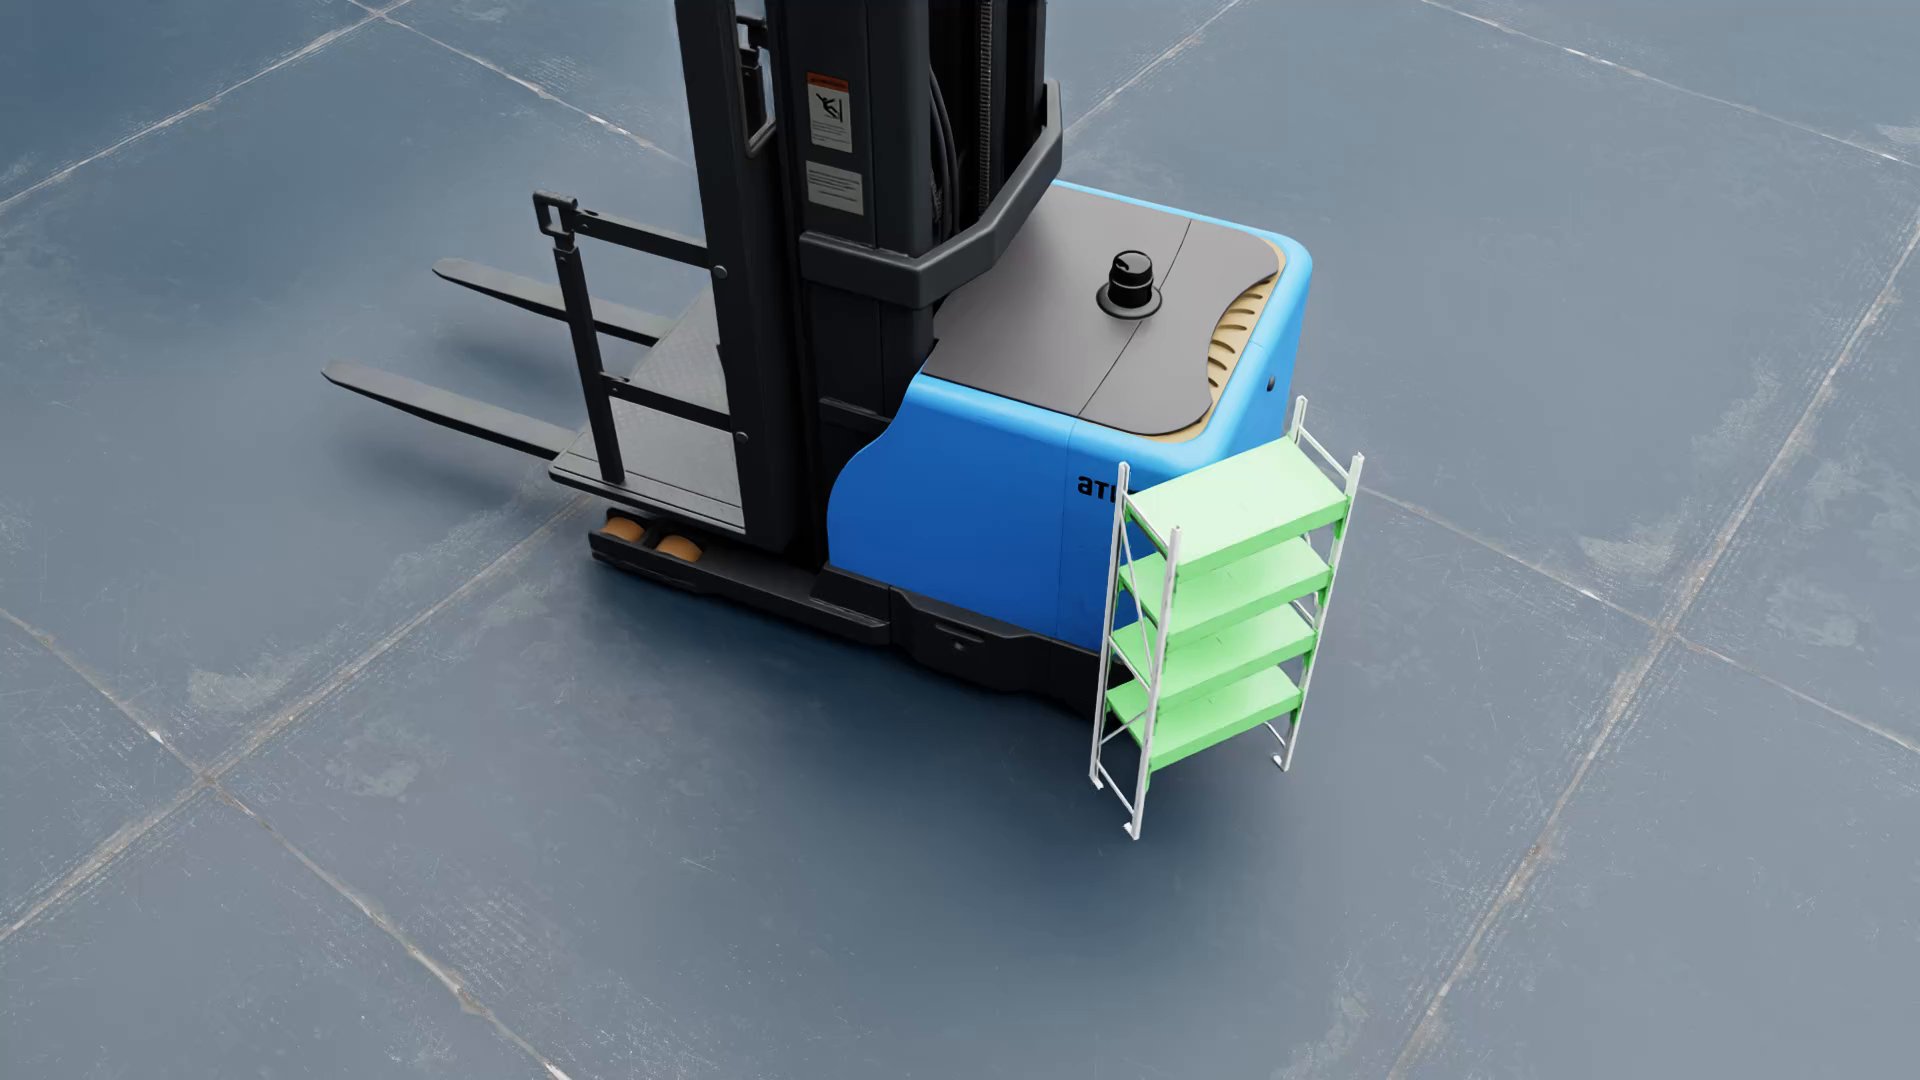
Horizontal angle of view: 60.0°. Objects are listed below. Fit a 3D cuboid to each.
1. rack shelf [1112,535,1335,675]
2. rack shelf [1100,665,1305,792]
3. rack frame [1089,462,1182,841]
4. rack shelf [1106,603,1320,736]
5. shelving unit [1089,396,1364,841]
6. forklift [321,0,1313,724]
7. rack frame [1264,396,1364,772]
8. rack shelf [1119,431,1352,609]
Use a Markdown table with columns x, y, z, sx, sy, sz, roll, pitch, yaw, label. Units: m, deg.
| x | y | z | sx | sy | sz | roll | pitch | yaw | label |
| --- | --- | --- | --- | --- | --- | --- | --- | --- | --- |
| 0.638 | 0.113 | 4.068 | 0.480 | 0.148 | 0.258 | -21 | 50 | -19 | rack shelf |
| 0.638 | 0.444 | 4.416 | 0.480 | 0.148 | 0.258 | -21 | 50 | -19 | rack shelf |
| 0.421 | 0.316 | 4.118 | 0.015 | 1.200 | 0.240 | -21 | 50 | -19 | rack frame |
| 0.638 | 0.279 | 4.242 | 0.480 | 0.148 | 0.258 | -21 | 50 | -19 | rack shelf |
| 0.638 | 0.235 | 4.196 | 0.503 | 1.200 | 0.258 | -21 | 50 | -19 | shelving unit |
| -0.584 | -1.196 | 4.366 | 3.031 | 2.935 | 1.130 | 17 | 49 | 16 | forklift |
| 0.854 | 0.153 | 4.273 | 0.015 | 1.200 | 0.240 | -21 | 50 | -19 | rack frame |
| 0.638 | -0.052 | 3.895 | 0.480 | 0.148 | 0.258 | -21 | 50 | -19 | rack shelf |
